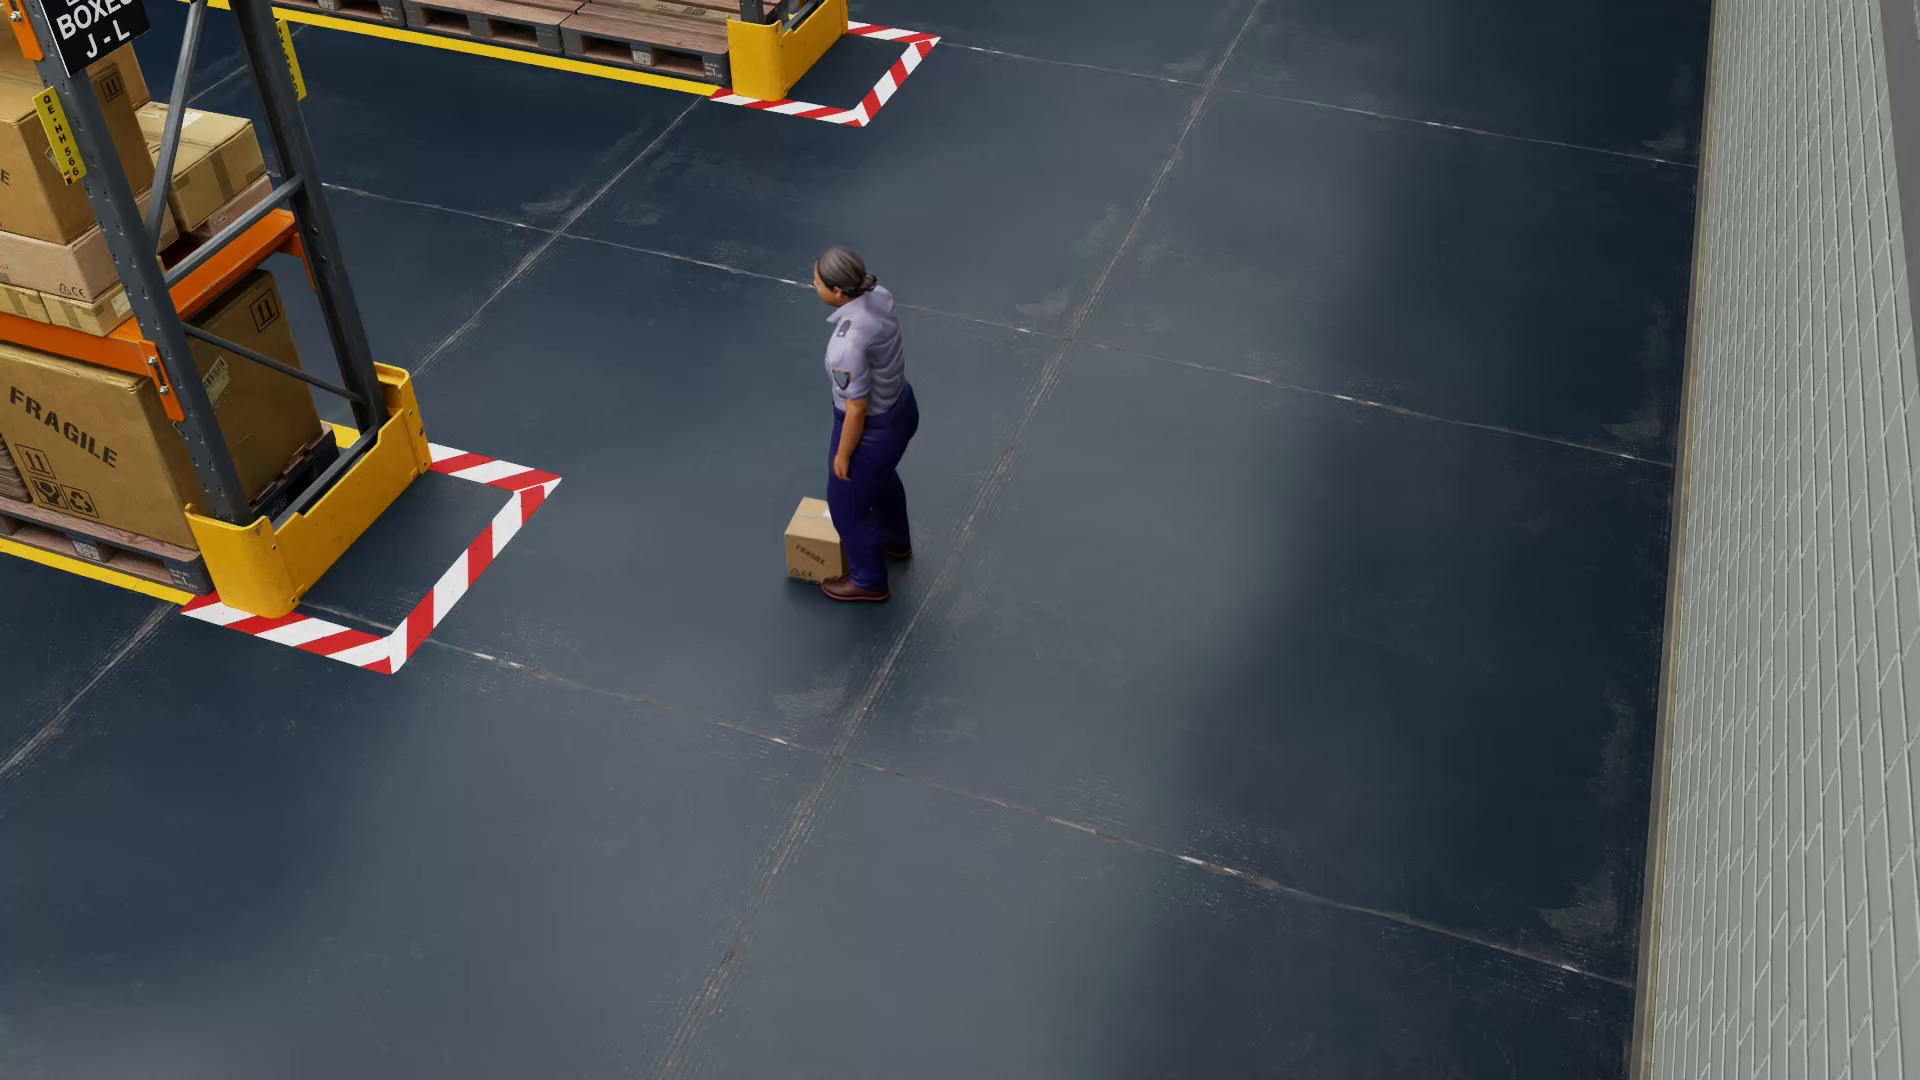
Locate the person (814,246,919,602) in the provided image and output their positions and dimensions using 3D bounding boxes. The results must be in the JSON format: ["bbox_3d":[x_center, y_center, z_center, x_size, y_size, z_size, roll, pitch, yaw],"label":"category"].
[{"bbox_3d":[-0.373,-0.466,6.688,0.372,1.650,0.546,12,43,13],"label":"person"}]
